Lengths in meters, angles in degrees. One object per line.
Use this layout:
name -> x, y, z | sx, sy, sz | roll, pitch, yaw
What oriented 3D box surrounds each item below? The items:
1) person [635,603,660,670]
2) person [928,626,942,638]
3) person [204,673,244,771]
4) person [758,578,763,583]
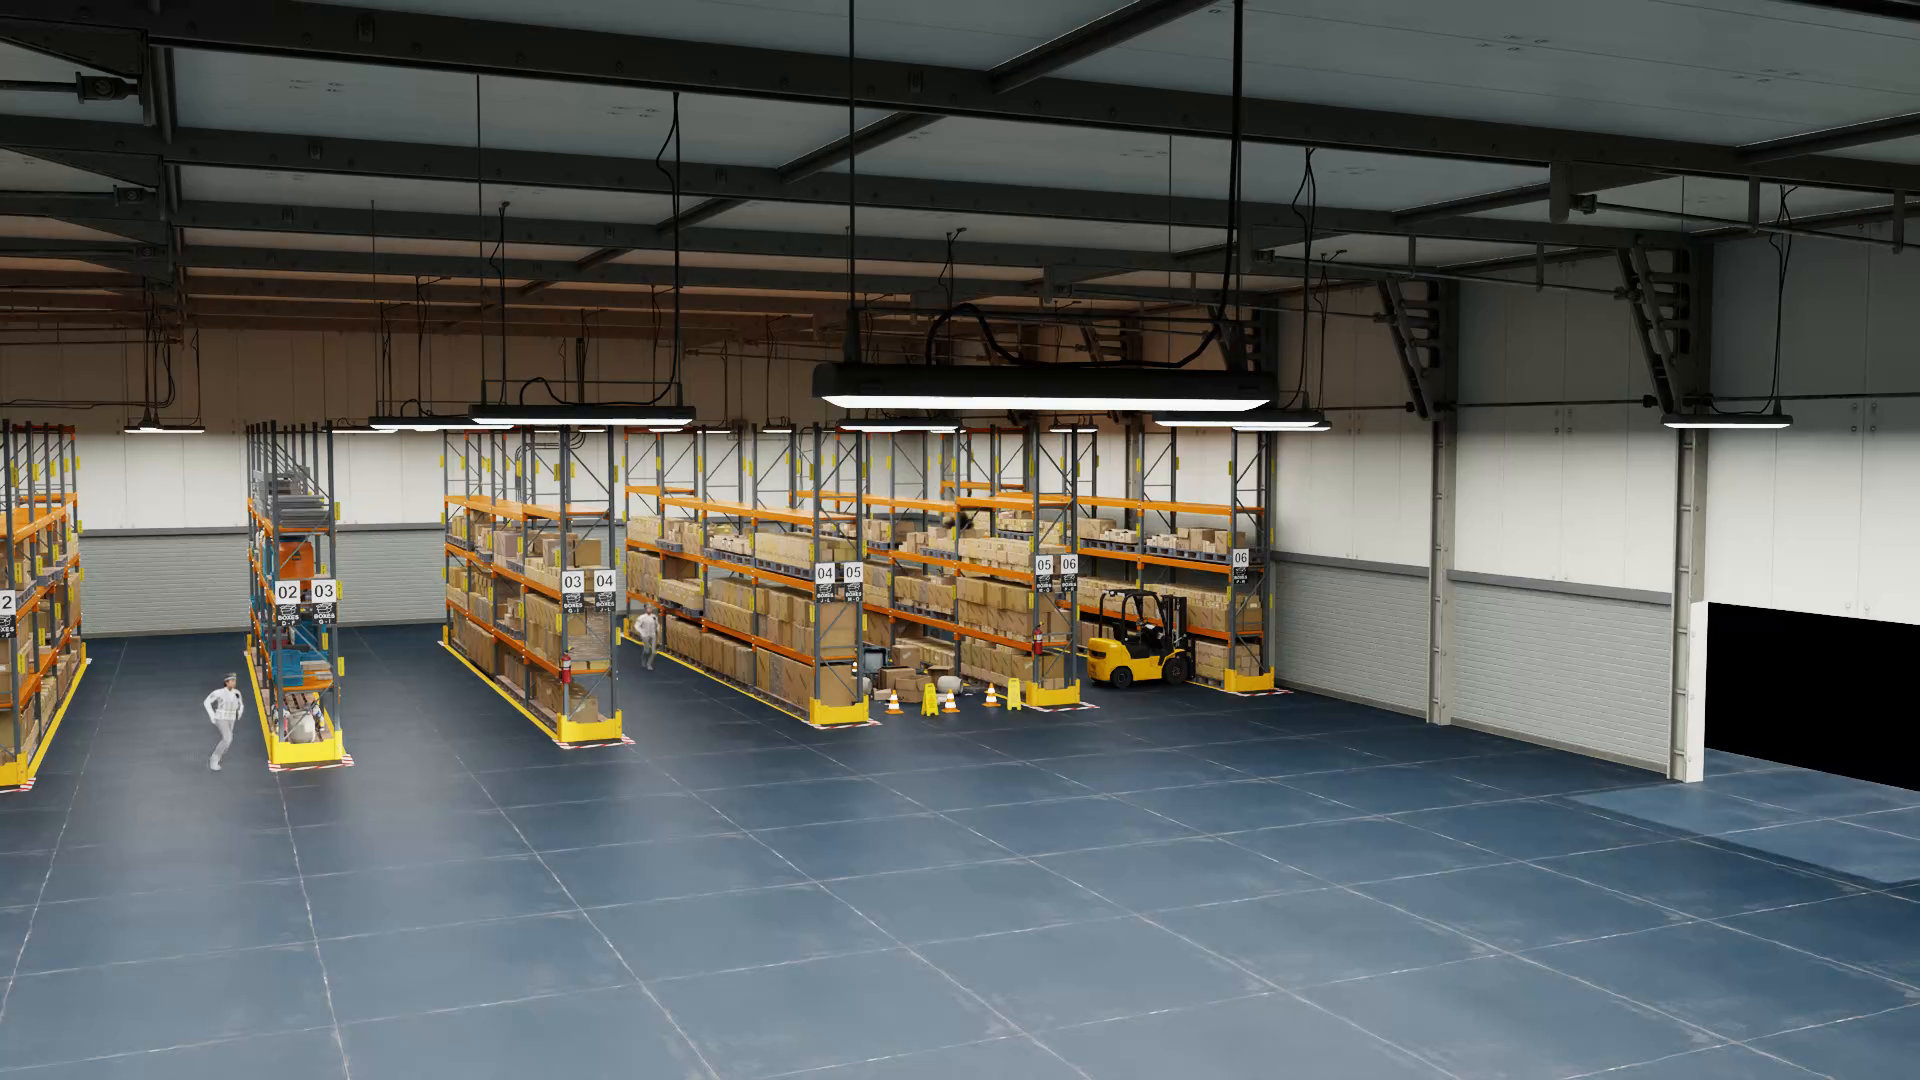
person -> -7.593, 2.354, 40.651 | 0.611, 1.651, 0.561 | -2, 4, -28
person -> -0.708, 1.971, 46.778 | 0.557, 1.689, 0.815 | -3, 5, -38
person -> -12.587, 3.114, 28.572 | 0.555, 1.649, 0.638 | 2, 4, 29
person -> -5.524, 1.946, 45.734 | 0.698, 1.798, 0.970 | -3, 4, -37
